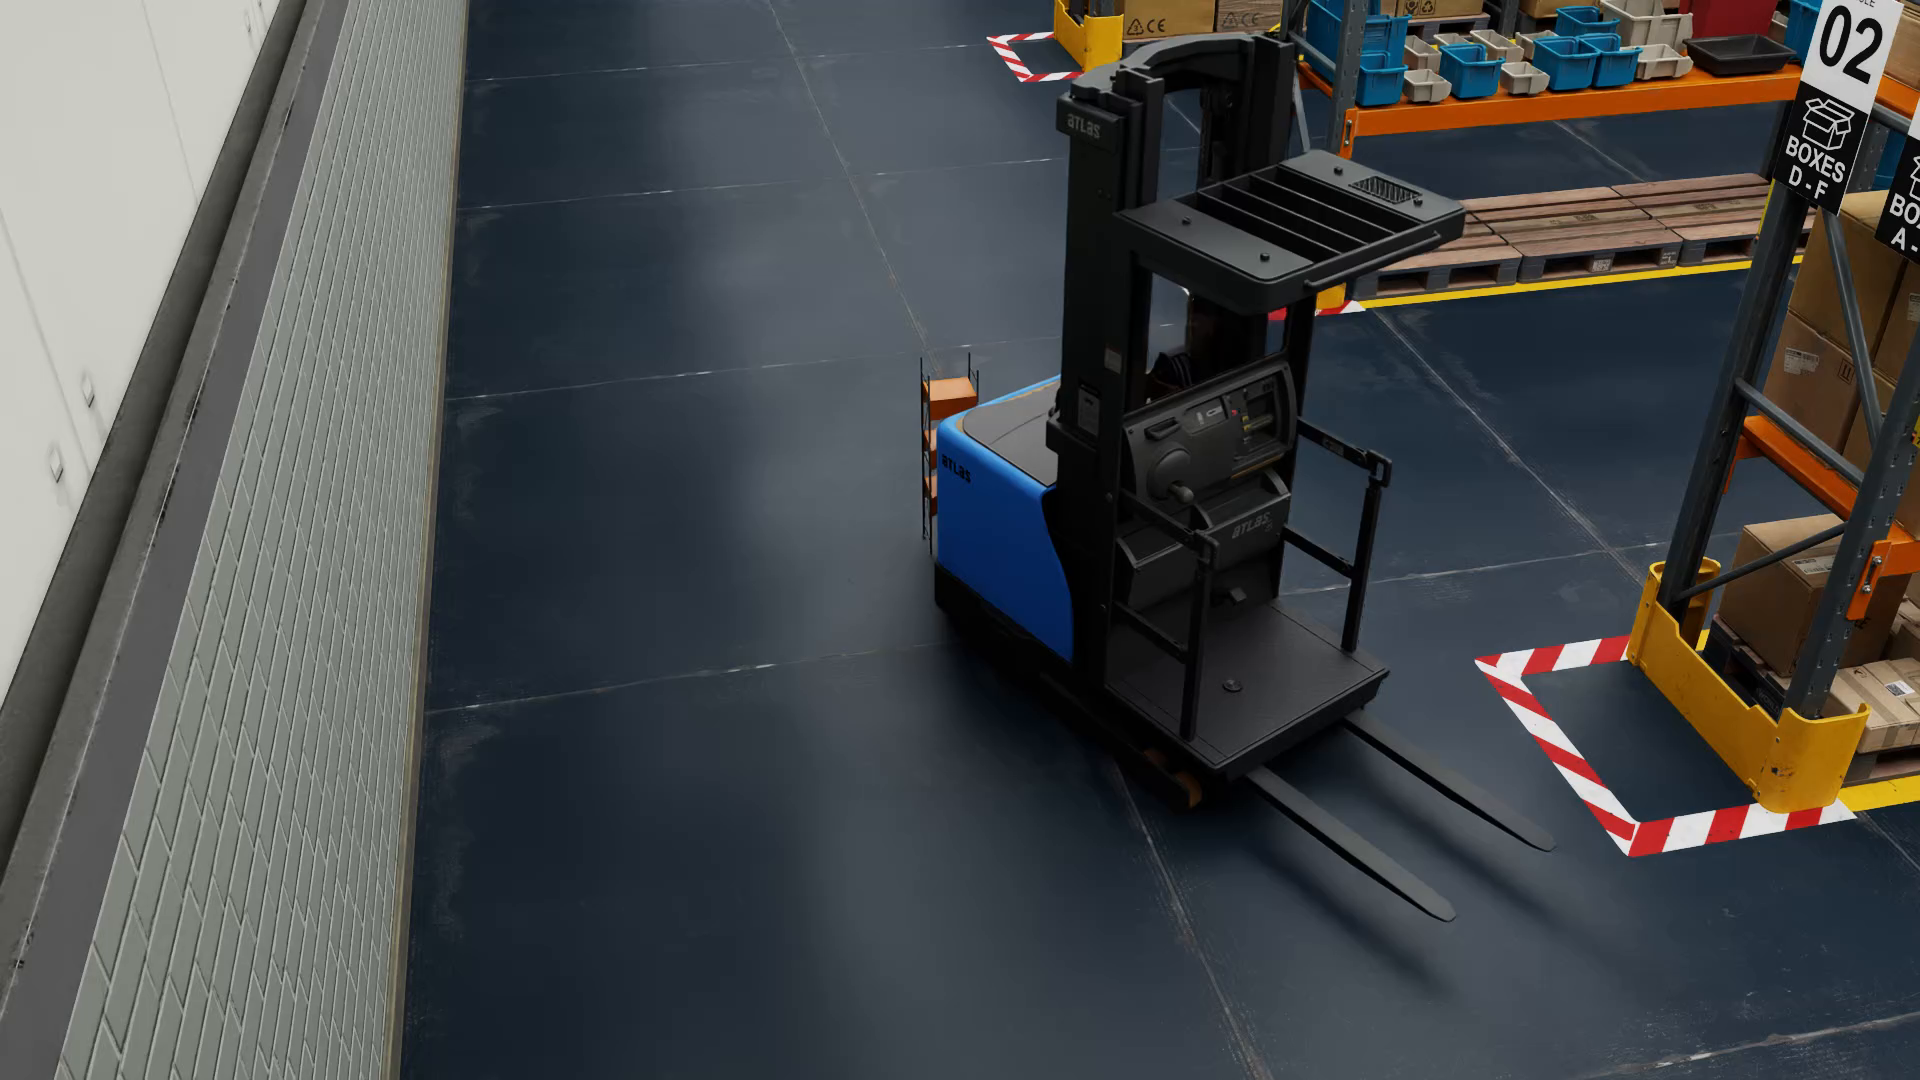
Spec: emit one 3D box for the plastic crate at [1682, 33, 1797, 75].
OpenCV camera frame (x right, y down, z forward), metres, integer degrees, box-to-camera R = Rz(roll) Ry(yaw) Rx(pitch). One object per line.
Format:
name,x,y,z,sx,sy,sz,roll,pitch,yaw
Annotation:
plastic crate,5.164,-3.222,11.053,0.590,0.125,0.437,-7,35,-11

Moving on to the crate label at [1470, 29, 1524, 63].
crate label,3.602,-3.293,11.148,0.243,0.136,0.396,-7,35,-11

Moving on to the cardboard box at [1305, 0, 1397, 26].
cardboard box,3.564,-5.431,15.681,0.875,0.875,0.875,-7,35,-11

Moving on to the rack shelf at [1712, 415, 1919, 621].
rack shelf,5.335,-0.358,7.237,4.000,0.370,1.077,-7,35,-11

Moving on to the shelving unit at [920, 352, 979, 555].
shelving unit,-0.052,-0.429,8.448,0.252,1.050,0.215,-7,35,-11

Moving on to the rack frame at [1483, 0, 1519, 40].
rack frame,5.104,-6.287,15.427,0.127,3.000,1.000,-7,35,-11

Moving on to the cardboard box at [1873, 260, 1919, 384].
cardboard box,3.875,-0.779,6.232,0.500,0.500,0.500,-6,34,-9

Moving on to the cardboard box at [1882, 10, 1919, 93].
cardboard box,3.827,-1.801,6.184,0.500,0.250,0.500,-7,35,-11

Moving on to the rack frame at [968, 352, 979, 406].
rack frame,0.067,-0.444,8.470,0.008,1.050,0.200,-7,35,-11

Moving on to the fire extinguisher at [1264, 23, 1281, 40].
fire extinguisher,2.048,-3.145,11.149,0.183,0.674,0.296,-7,35,-11

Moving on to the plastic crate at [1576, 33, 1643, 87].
plastic crate,4.185,-3.109,10.788,0.300,0.233,0.416,-7,35,-11

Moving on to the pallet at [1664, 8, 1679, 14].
pallet,7.032,-5.417,16.633,1.213,0.211,1.003,-7,35,-11

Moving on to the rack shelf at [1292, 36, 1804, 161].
rack shelf,4.246,-3.051,11.250,4.000,0.370,1.077,-7,35,-11

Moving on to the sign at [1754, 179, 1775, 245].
sign,3.281,-1.327,6.713,0.005,0.325,0.100,-7,35,-11

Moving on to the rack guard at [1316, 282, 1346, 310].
rack guard,2.274,-2.056,11.364,0.348,0.500,1.175,-7,35,-11

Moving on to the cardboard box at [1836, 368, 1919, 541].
cardboard box,3.875,-0.364,6.510,0.500,0.500,0.500,-6,34,-10

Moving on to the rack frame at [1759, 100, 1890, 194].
rack frame,6.196,-3.595,11.416,0.127,3.000,1.000,-7,35,-11

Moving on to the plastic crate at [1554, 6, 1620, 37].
plastic crate,4.241,-3.451,11.297,0.300,0.233,0.416,-7,35,-11

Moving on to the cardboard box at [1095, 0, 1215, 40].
cardboard box,1.809,-5.210,15.351,0.875,0.875,0.875,-7,35,-11

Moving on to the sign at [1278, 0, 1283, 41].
sign,2.158,-3.468,11.080,0.005,0.325,0.100,-7,35,-11

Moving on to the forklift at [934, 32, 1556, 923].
forklift,1.170,-0.385,6.693,1.130,2.935,3.031,-23,40,-30

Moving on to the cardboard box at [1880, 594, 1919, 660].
cardboard box,4.275,0.381,7.638,0.250,0.166,0.380,-7,35,-11

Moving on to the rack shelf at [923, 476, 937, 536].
rack shelf,-0.052,-0.190,8.608,0.240,0.259,0.215,-7,35,-11

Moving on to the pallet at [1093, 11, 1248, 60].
pallet,1.965,-4.778,15.681,1.213,0.211,1.003,-7,35,-11

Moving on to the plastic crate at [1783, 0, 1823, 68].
plastic crate,5.816,-3.371,11.042,0.575,0.384,0.392,-7,35,-11

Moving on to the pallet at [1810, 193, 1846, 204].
pallet,6.958,-2.510,12.300,1.213,0.211,1.003,-7,35,-11

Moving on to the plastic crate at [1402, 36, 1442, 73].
plastic crate,3.050,-3.218,11.036,0.243,0.136,0.396,-7,35,-11

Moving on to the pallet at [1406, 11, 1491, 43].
pallet,4.345,-5.078,16.128,1.213,0.211,1.003,-7,35,-11

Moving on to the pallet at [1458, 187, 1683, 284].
pallet,4.295,-2.174,11.800,1.213,0.211,1.003,-7,35,-11

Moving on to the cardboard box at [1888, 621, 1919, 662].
cardboard box,4.465,0.574,7.275,0.500,0.250,0.500,-7,35,-11

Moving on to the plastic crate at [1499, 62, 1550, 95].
plastic crate,3.601,-2.948,10.634,0.298,0.136,0.250,-7,35,-11

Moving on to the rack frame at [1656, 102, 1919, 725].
rack frame,3.384,-0.411,6.670,0.127,3.000,1.000,-7,35,-11

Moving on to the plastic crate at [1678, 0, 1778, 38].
plastic crate,5.270,-3.673,11.421,0.583,0.464,0.402,-7,35,-11

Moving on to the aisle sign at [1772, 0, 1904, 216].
aisle sign,3.250,-1.648,6.182,0.004,0.787,0.394,-7,35,-11

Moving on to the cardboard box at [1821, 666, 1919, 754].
cardboard box,3.868,0.726,7.141,0.250,0.149,0.380,-7,35,-11

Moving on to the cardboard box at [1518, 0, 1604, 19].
cardboard box,5.724,-5.669,16.035,0.875,0.875,1.225,-7,35,-10

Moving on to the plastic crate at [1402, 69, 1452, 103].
plastic crate,2.939,-2.865,10.510,0.298,0.136,0.250,-7,35,-11

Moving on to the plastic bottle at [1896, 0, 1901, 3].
plastic bottle,6.725,-3.824,11.861,0.133,0.283,0.061,-7,35,-11
